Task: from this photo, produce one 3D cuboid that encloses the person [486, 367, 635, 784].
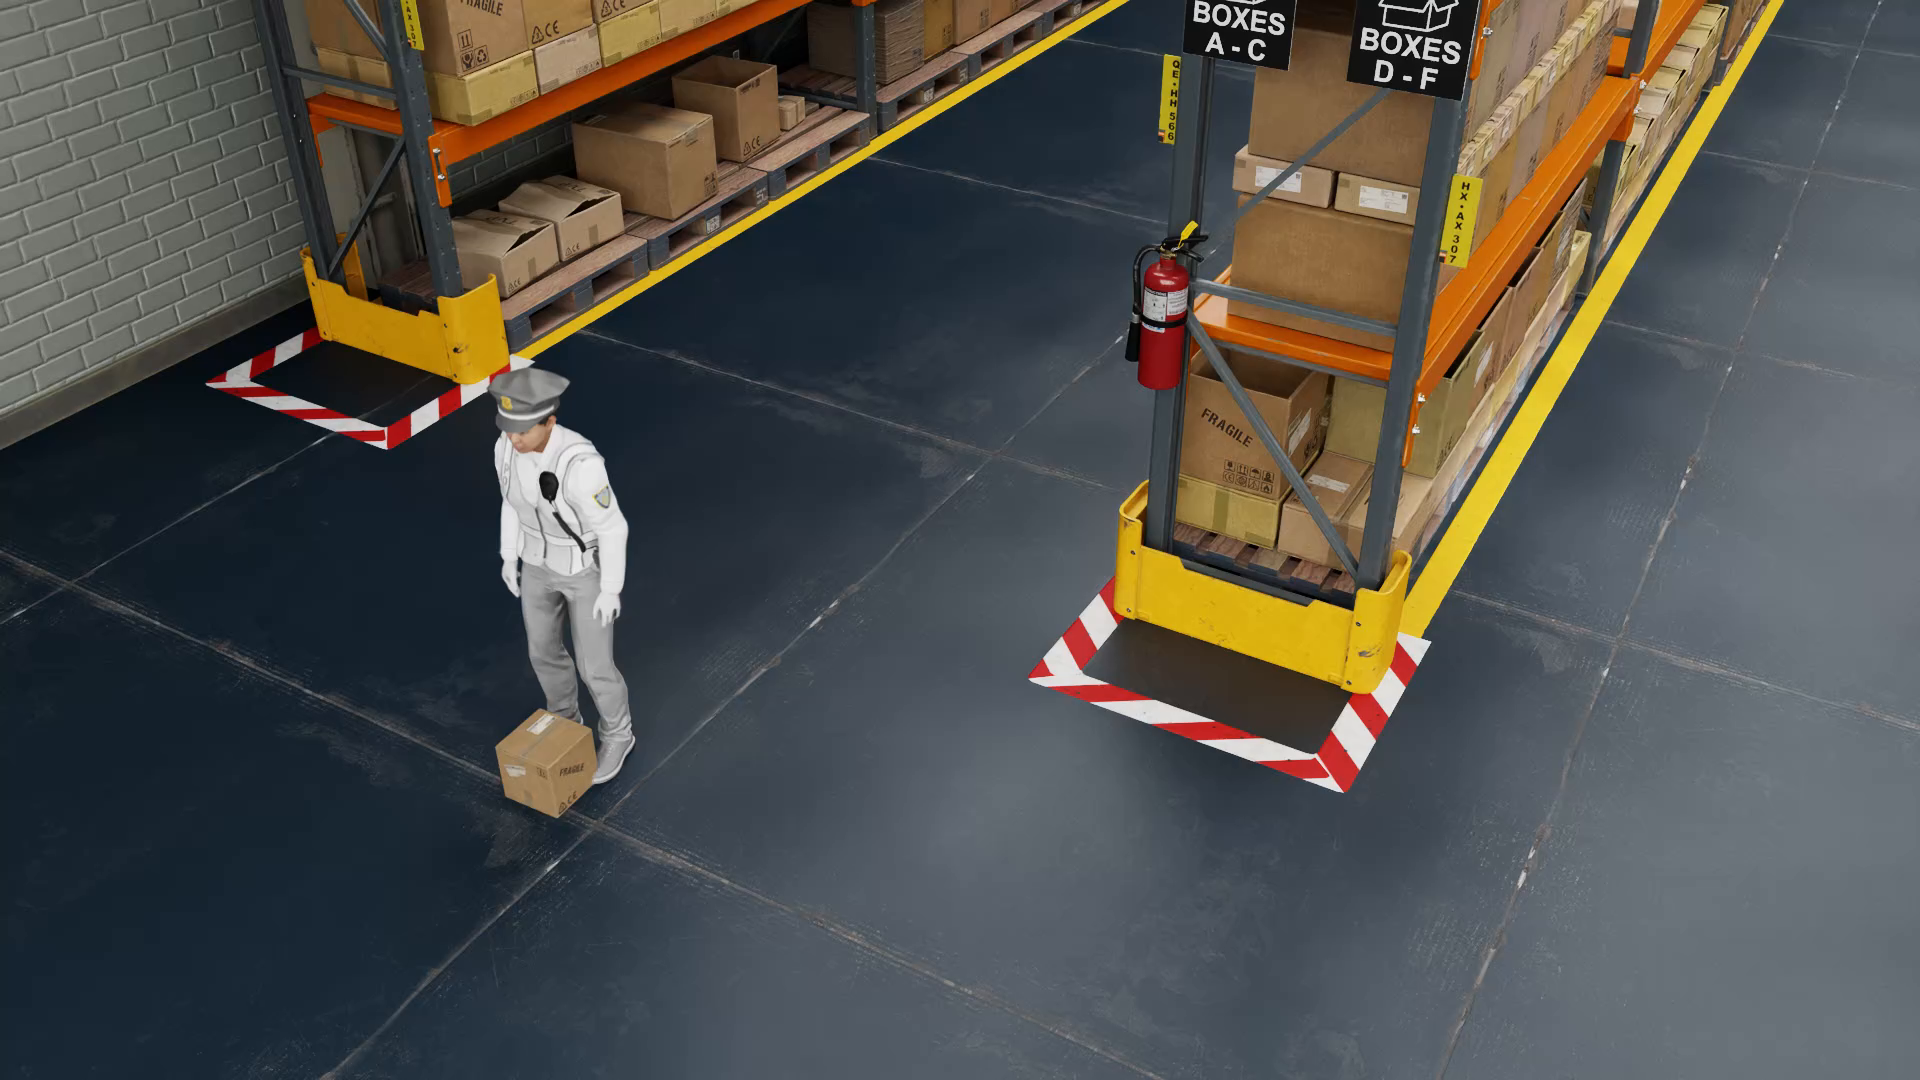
[{"bbox_3d":[-1.416,0.123,5.960,0.522,1.663,0.371,16,38,23],"label":"person"}]
